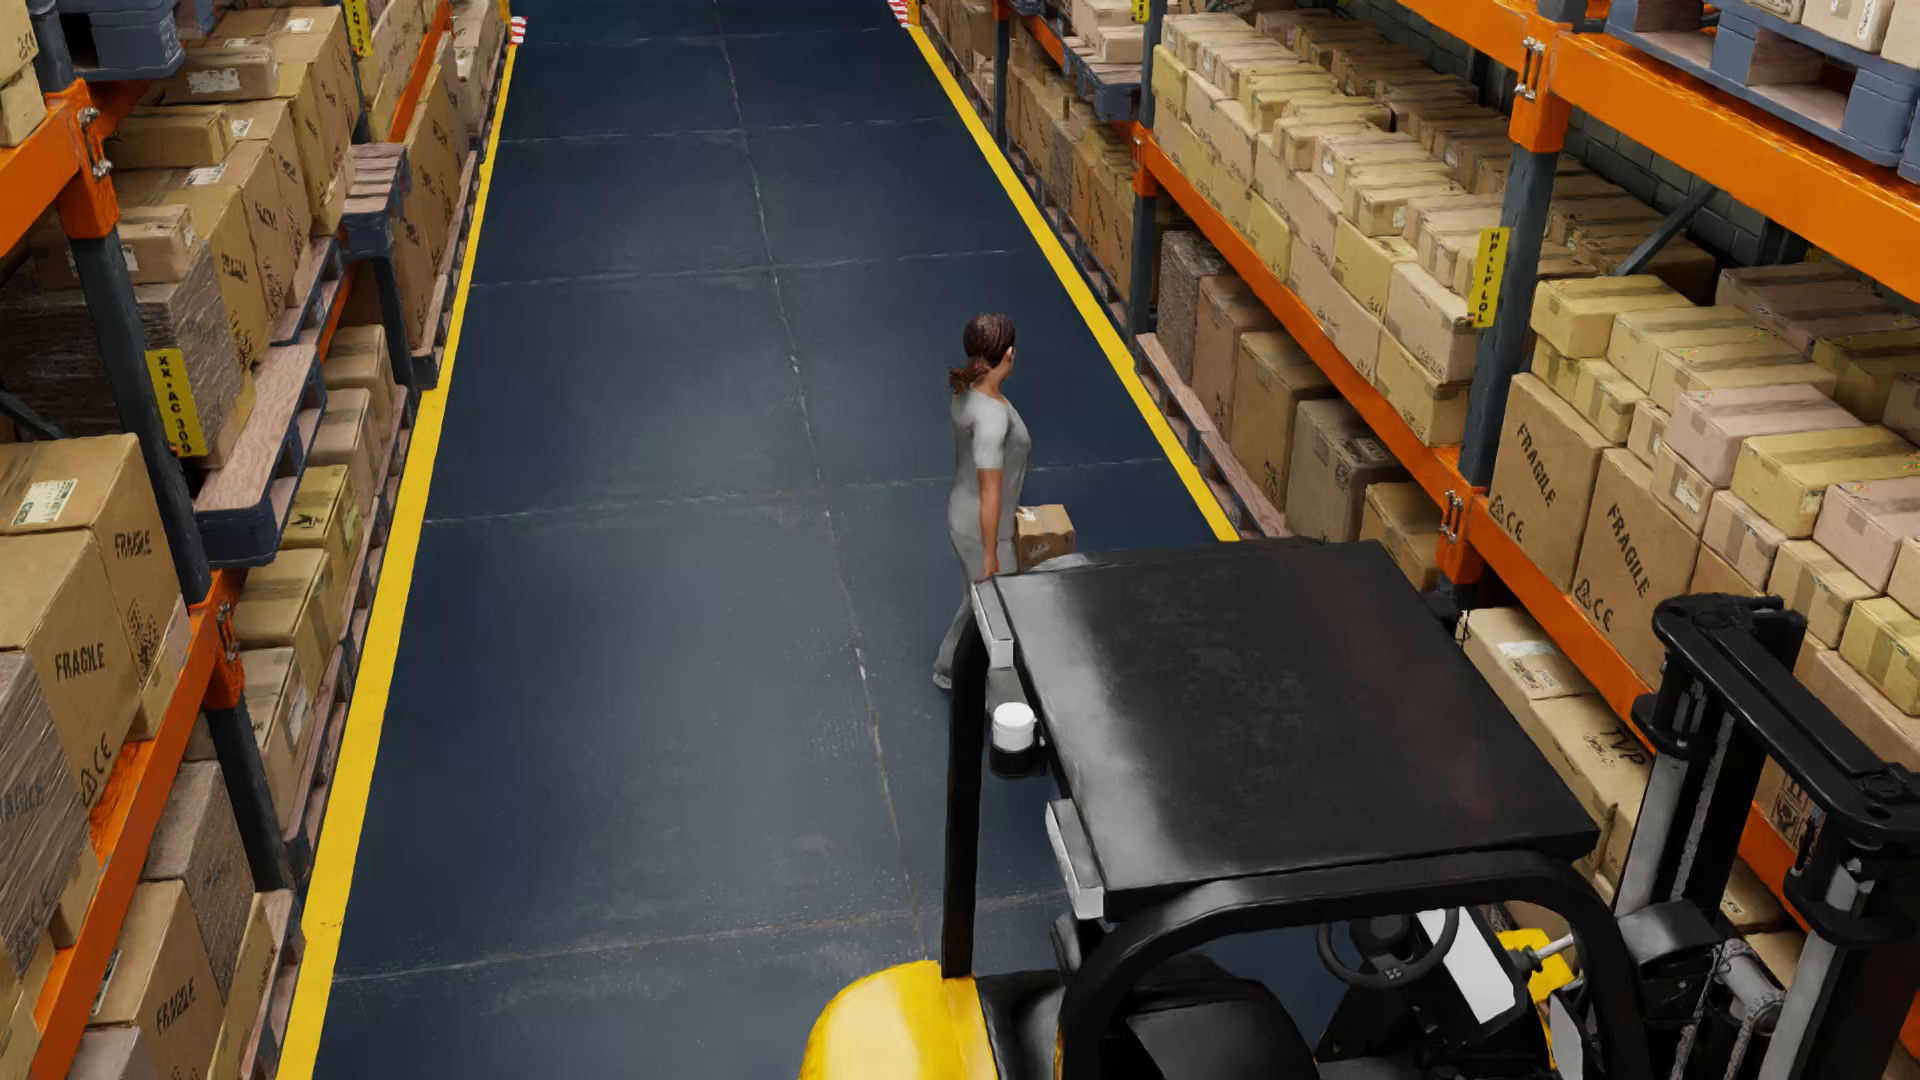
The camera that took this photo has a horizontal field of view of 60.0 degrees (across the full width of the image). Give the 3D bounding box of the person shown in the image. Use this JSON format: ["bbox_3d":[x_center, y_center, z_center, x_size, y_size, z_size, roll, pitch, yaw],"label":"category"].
[{"bbox_3d":[0.161,-0.015,6.192,0.538,1.655,0.598,0,31,-1],"label":"person"}]
